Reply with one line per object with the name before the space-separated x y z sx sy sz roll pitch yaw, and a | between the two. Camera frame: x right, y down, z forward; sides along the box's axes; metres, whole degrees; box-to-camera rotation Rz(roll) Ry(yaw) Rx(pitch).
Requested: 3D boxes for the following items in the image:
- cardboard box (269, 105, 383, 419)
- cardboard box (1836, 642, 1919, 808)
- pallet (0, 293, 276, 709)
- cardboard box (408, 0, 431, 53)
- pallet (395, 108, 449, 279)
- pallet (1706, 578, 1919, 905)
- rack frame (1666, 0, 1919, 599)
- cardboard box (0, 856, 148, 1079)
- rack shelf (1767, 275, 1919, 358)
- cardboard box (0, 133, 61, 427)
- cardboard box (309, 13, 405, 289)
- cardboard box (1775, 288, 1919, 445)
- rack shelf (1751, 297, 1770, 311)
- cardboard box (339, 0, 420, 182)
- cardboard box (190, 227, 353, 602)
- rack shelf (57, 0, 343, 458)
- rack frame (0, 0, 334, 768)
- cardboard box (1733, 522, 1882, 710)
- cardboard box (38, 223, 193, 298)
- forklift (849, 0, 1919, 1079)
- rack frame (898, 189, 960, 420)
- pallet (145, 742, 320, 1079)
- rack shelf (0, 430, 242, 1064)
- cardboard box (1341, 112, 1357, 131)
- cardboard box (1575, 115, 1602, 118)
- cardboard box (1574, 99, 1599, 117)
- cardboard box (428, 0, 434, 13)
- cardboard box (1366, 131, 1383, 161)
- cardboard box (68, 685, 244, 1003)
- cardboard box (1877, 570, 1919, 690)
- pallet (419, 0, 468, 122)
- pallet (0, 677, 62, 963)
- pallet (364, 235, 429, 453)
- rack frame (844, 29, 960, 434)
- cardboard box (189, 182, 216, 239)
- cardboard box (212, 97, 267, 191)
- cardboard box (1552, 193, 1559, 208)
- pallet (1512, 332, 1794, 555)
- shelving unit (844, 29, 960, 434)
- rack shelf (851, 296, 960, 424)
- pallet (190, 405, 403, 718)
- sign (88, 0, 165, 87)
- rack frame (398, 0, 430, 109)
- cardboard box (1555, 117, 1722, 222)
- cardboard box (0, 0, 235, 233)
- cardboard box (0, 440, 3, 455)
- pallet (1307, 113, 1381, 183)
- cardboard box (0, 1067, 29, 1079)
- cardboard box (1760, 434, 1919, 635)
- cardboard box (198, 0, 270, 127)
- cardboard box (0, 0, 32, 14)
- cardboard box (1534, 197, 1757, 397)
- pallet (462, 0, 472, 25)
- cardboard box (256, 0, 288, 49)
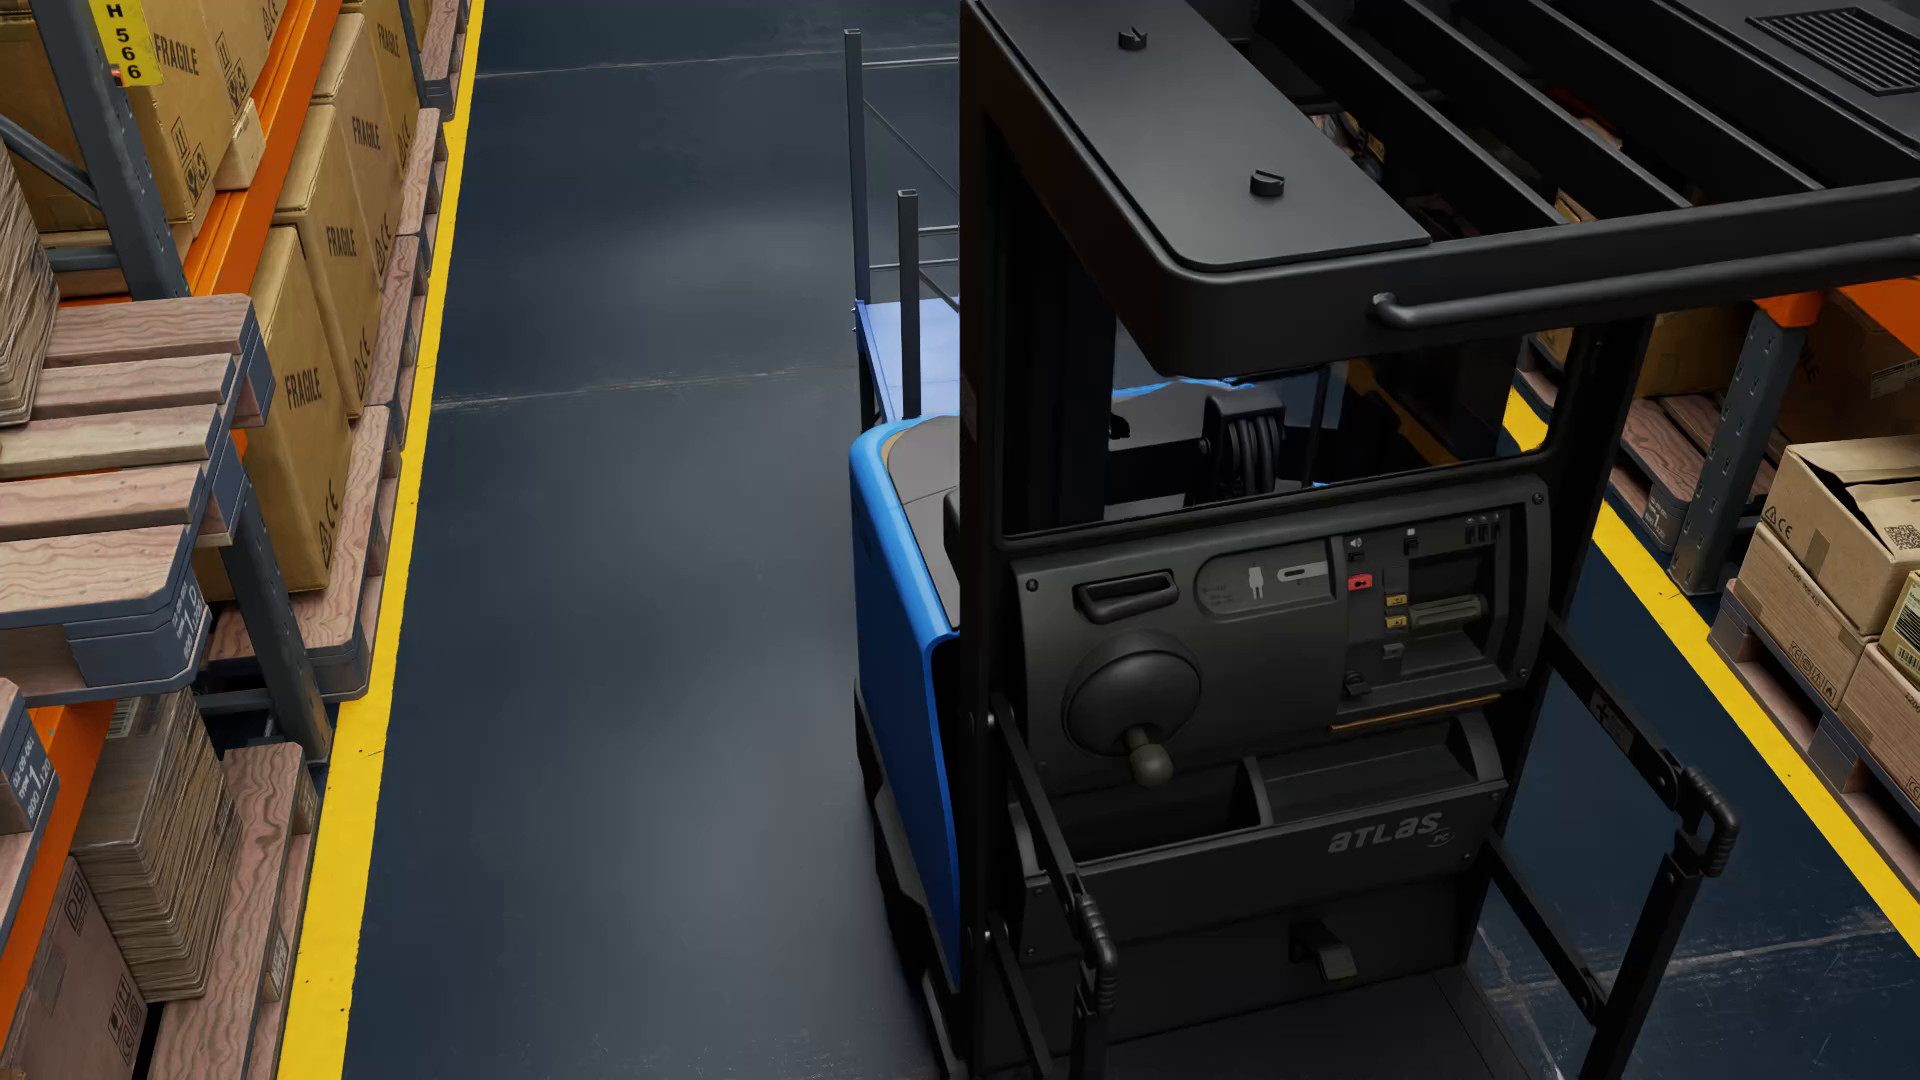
cardboard box | -2.349 -0.867 5.331 0.750 0.750 0.750 -6 38 -8
cardboard box | 2.566 0.474 4.094 0.500 0.250 0.500 -7 38 -9
pallet | -1.972 -0.068 3.048 1.213 0.211 1.003 -6 38 -8
cardboard box | -2.933 -2.620 7.872 0.700 0.500 0.500 -6 38 -7
pallet | -2.693 -1.419 6.905 1.003 0.211 1.213 -6 38 -8
pallet | 2.781 0.505 4.428 1.003 0.211 1.213 -6 38 -8
rack frame | 2.675 -1.097 4.218 1.000 3.000 0.127 -6 38 -8
cardboard box | -2.048 1.004 3.192 0.700 0.500 0.500 -6 38 -8
rack shelf | 3.025 0.395 2.883 1.077 0.370 4.000 -6 38 -8
cardboard box | -2.109 -0.493 2.999 0.700 0.500 0.500 -11 39 -13
cardboard box | -2.502 -1.380 5.991 0.750 0.750 0.750 -5 38 -7
cardboard box | 2.876 -0.590 5.243 0.500 0.500 0.500 -5 38 -6
rack shelf | 2.324 -2.021 5.993 1.077 0.370 4.000 -6 38 -8
cardboard box | -2.661 -1.917 6.682 0.750 0.750 0.750 -6 38 -7
cardboard box | -2.201 -0.338 4.650 0.750 0.750 0.750 -7 38 -9
rack shelf | -2.552 -1.486 5.305 1.077 0.370 4.000 -6 38 -8
rack frame | -2.202 -0.562 3.529 1.000 3.000 0.127 -6 38 -8
cardboard box | 2.477 0.170 4.485 0.500 0.250 0.500 -6 38 -8
cardboard box | -2.031 -0.695 3.888 0.380 0.149 0.250 -7 38 -9
forklift | 0.602 0.224 2.573 1.130 2.935 3.031 -9 39 -12
rack frame | 0.104 -0.234 4.328 0.500 1.500 0.032 -6 38 -8
pallet | -2.066 1.011 3.777 1.003 0.211 1.213 -6 38 -8
rack shelf | -1.851 0.930 2.195 1.077 0.370 4.000 -6 38 -8
cardboard box | 1.923 -2.061 7.136 0.500 0.500 0.500 -6 38 -7
cardboard box | 2.091 -1.453 6.354 0.500 0.500 0.500 -8 38 -10
cardboard box | 2.082 -1.771 6.152 0.500 0.250 0.500 -7 38 -9
cardboard box | -3.018 -2.924 8.263 0.700 0.500 0.500 -7 38 -8
cardboard box | 2.003 -1.758 6.747 0.500 0.500 0.500 -6 38 -7
cardboard box | -2.024 0.680 3.608 0.700 0.500 0.500 -6 38 -7
cardboard box | 2.578 0.265 3.905 0.500 0.311 0.500 -7 38 -9
pallet | -2.959 -2.345 8.096 1.003 0.211 1.213 -6 38 -8
pallet | -1.814 0.705 2.054 1.003 0.211 1.213 -6 38 -8
pallet | -2.476 -0.681 5.954 1.003 0.211 1.213 -6 38 -8
rack frame | -0.074 -0.848 5.119 0.500 1.500 0.032 -6 38 -8
cardboard box | -2.067 -0.848 4.085 0.380 0.149 0.250 -6 38 -7
cardboard box | -2.030 -1.018 4.303 0.380 0.149 0.250 -5 38 -7
cardboard box | 2.189 -1.136 5.947 0.500 0.500 0.500 -8 38 -10
pallet | 2.581 -0.451 5.659 1.003 0.211 1.213 -6 38 -8
shelving unit | 0.015 -0.541 4.724 0.538 1.500 1.048 -6 38 -8
rack shelf | 0.015 -0.399 4.834 0.538 0.185 1.000 -6 38 -8
pallet | -2.266 0.054 5.008 1.003 0.211 1.213 -6 38 -8
sign | -1.669 -1.052 3.280 0.100 0.325 0.005 -6 38 -8
rack frame | -2.903 -2.978 6.639 1.000 3.000 0.127 -6 38 -8
cardboard box | 2.266 -1.153 5.357 0.500 0.250 0.500 -5 38 -6
cardboard box | -2.035 -1.048 3.814 0.500 0.500 0.500 -5 38 -7
cardboard box | -1.985 -0.158 2.569 0.700 0.500 0.500 -10 39 -12
pallet | 2.153 -1.925 7.556 1.003 0.211 1.213 -6 38 -8
cardboard box | -1.933 1.301 2.809 0.700 0.500 0.500 -6 38 -8
cardboard box | 2.477 -0.051 4.313 0.500 0.311 0.500 -5 38 -6
cardboard box | -2.117 -1.365 4.222 0.500 0.500 0.500 -5 38 -6
cardboard box | -2.032 -1.343 3.582 0.500 0.250 0.500 -5 38 -7
cardboard box | 2.280 -0.824 5.544 0.500 0.500 0.500 -5 38 -6
pallet | -3.176 -3.083 9.047 1.003 0.211 1.213 -6 38 -8
cardboard box | -2.203 -1.665 4.608 0.500 0.500 0.500 -6 38 -8
